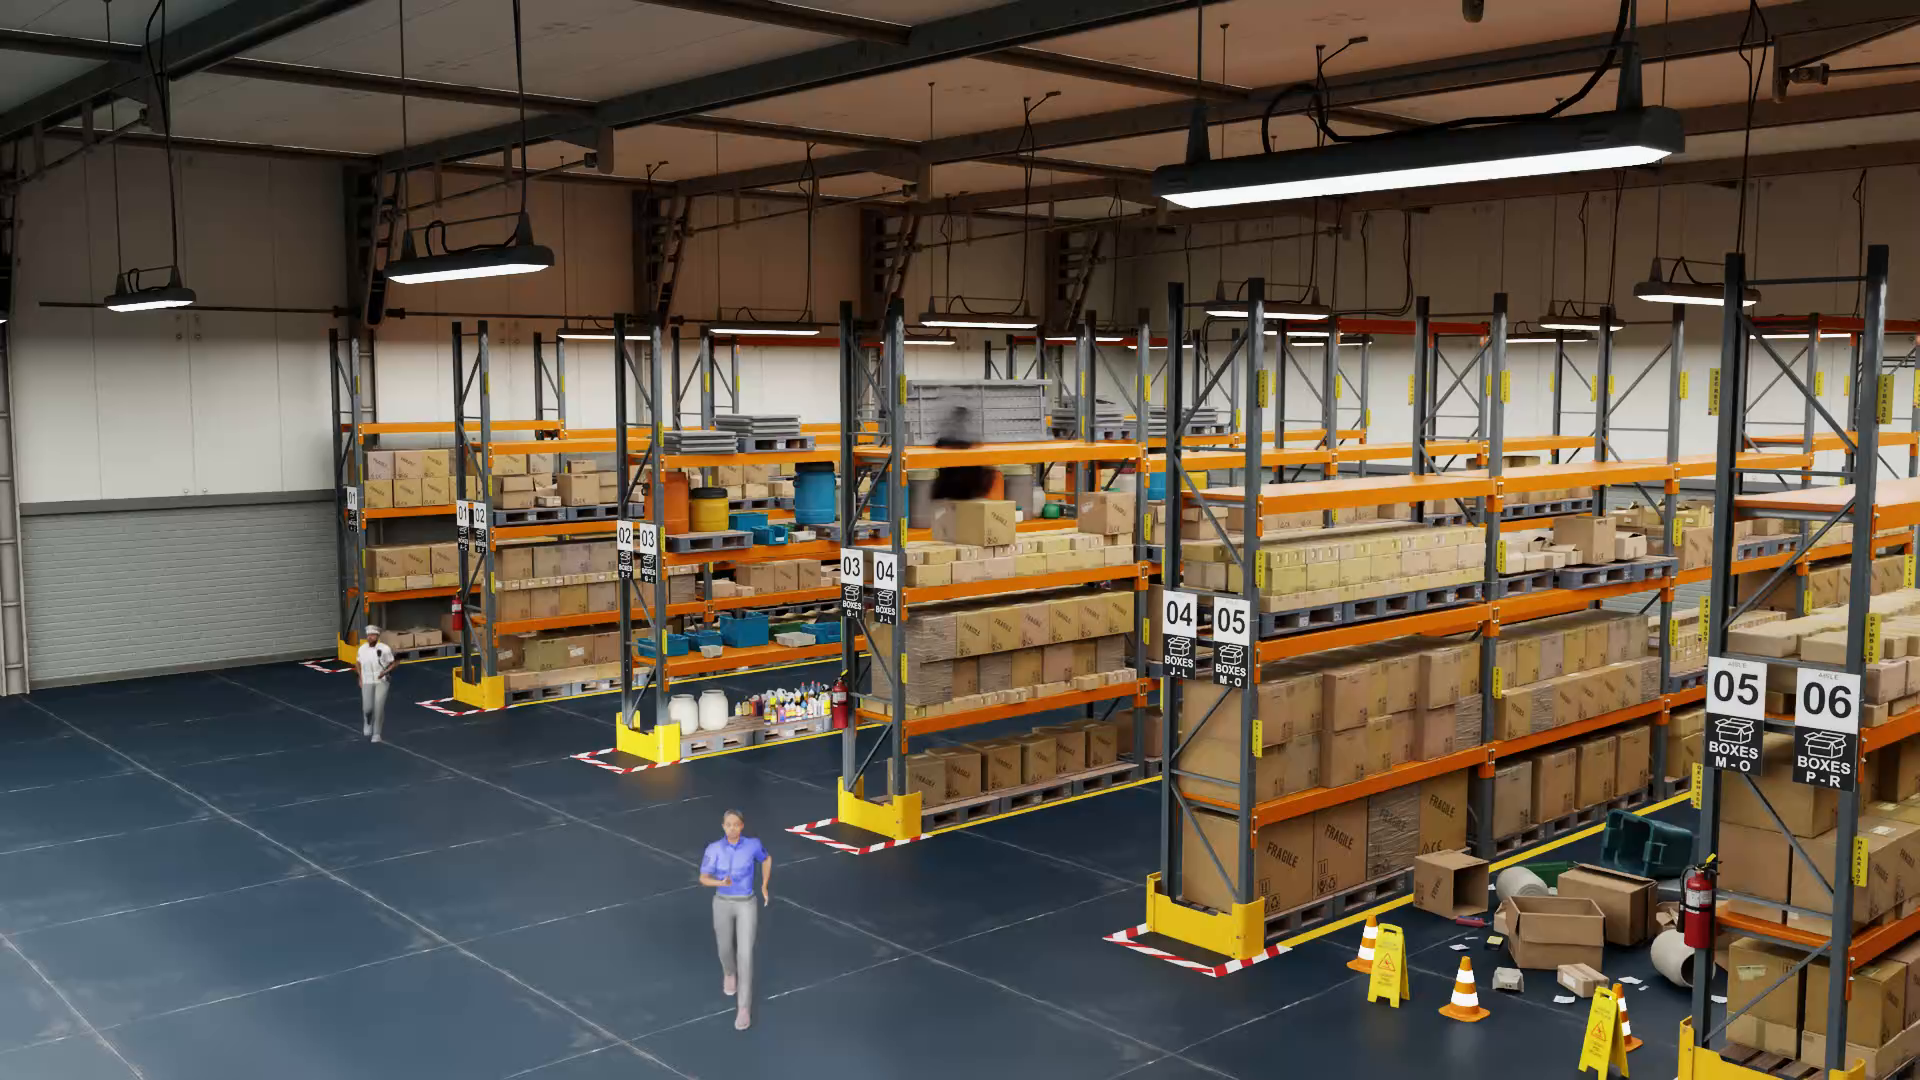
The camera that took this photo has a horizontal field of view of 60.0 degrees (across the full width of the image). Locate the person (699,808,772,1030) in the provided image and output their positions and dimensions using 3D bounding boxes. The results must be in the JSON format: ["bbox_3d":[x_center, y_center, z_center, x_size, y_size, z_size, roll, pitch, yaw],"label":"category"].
[{"bbox_3d":[-1.816,2.989,13.454,0.564,1.656,0.931,0,6,-3],"label":"person"}]

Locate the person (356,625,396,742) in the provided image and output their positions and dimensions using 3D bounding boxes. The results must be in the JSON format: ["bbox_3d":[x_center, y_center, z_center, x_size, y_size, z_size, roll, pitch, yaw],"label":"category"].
[{"bbox_3d":[-8.267,2.023,23.482,0.554,1.669,0.565,-1,6,-10],"label":"person"}]
